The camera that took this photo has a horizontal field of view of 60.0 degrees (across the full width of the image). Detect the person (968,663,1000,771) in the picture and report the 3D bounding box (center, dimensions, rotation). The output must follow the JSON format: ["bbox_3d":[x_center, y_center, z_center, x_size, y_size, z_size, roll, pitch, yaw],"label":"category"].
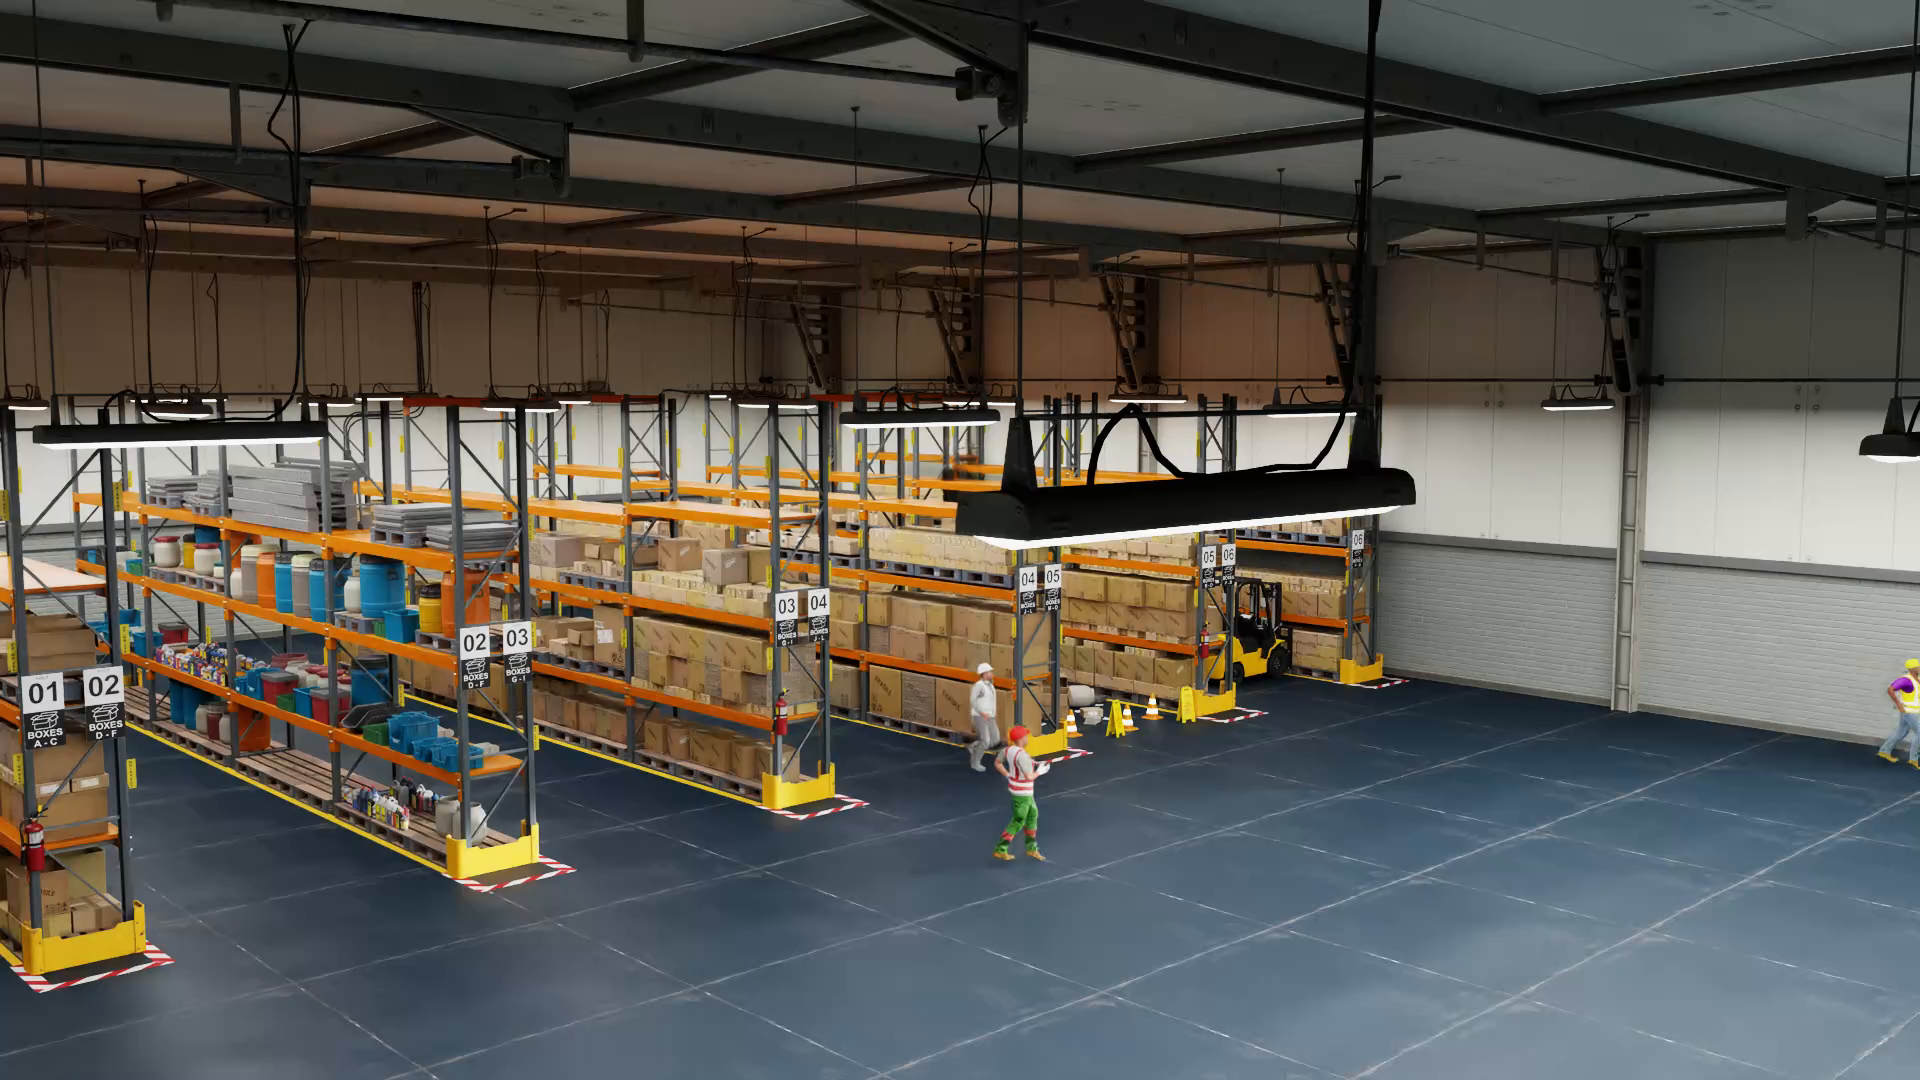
[{"bbox_3d":[0.400,2.864,27.142,0.532,1.711,0.705,3,6,29],"label":"person"}]

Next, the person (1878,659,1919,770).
[{"bbox_3d":[15.465,2.829,27.151,0.773,1.821,0.685,4,7,38],"label":"person"}]

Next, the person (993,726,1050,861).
[{"bbox_3d":[0.782,3.332,21.692,0.759,1.837,0.637,-1,6,-13],"label":"person"}]
